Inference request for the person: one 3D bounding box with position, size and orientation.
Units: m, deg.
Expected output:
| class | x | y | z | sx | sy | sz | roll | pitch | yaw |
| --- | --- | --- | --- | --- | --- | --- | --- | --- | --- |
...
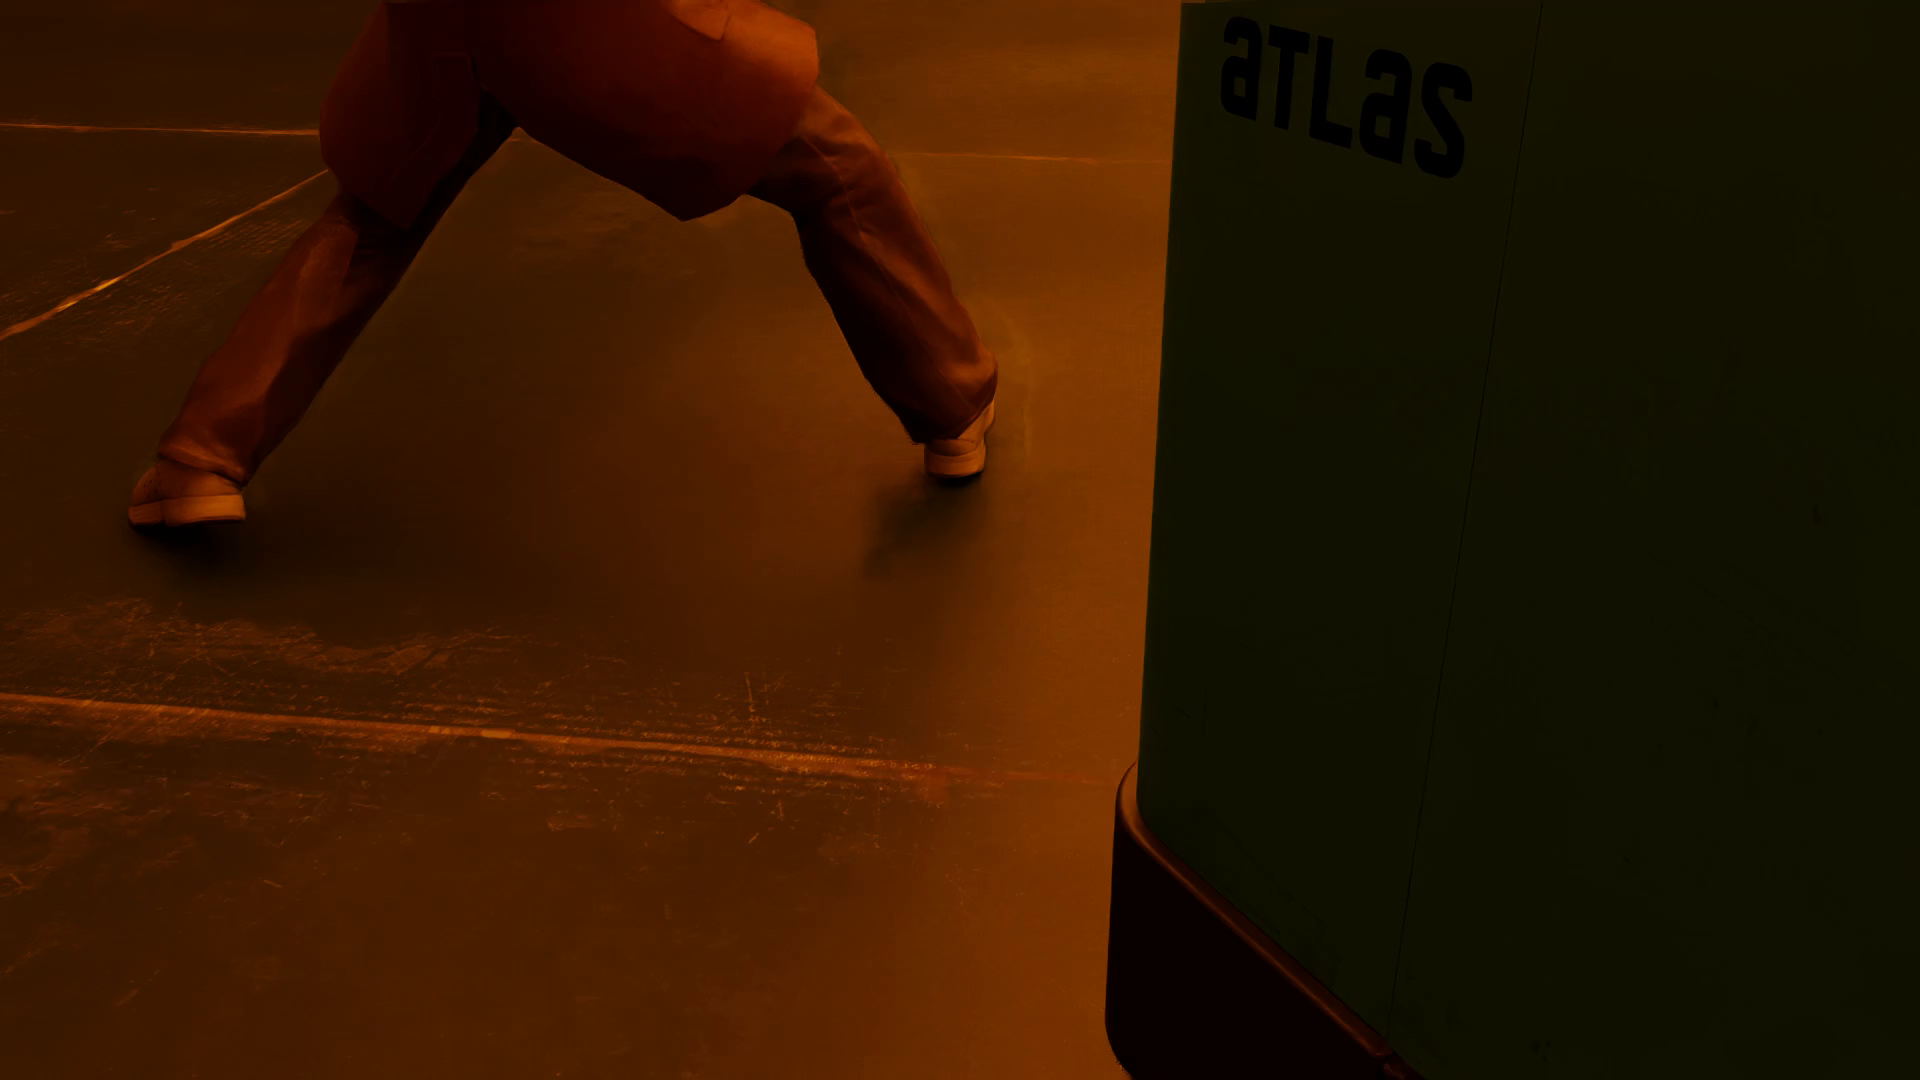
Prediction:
| class | x | y | z | sx | sy | sz | roll | pitch | yaw |
| --- | --- | --- | --- | --- | --- | --- | --- | --- | --- |
| person | -0.604 | -0.805 | 2.370 | 1.197 | 1.586 | 1.055 | 10 | 28 | 20 |
